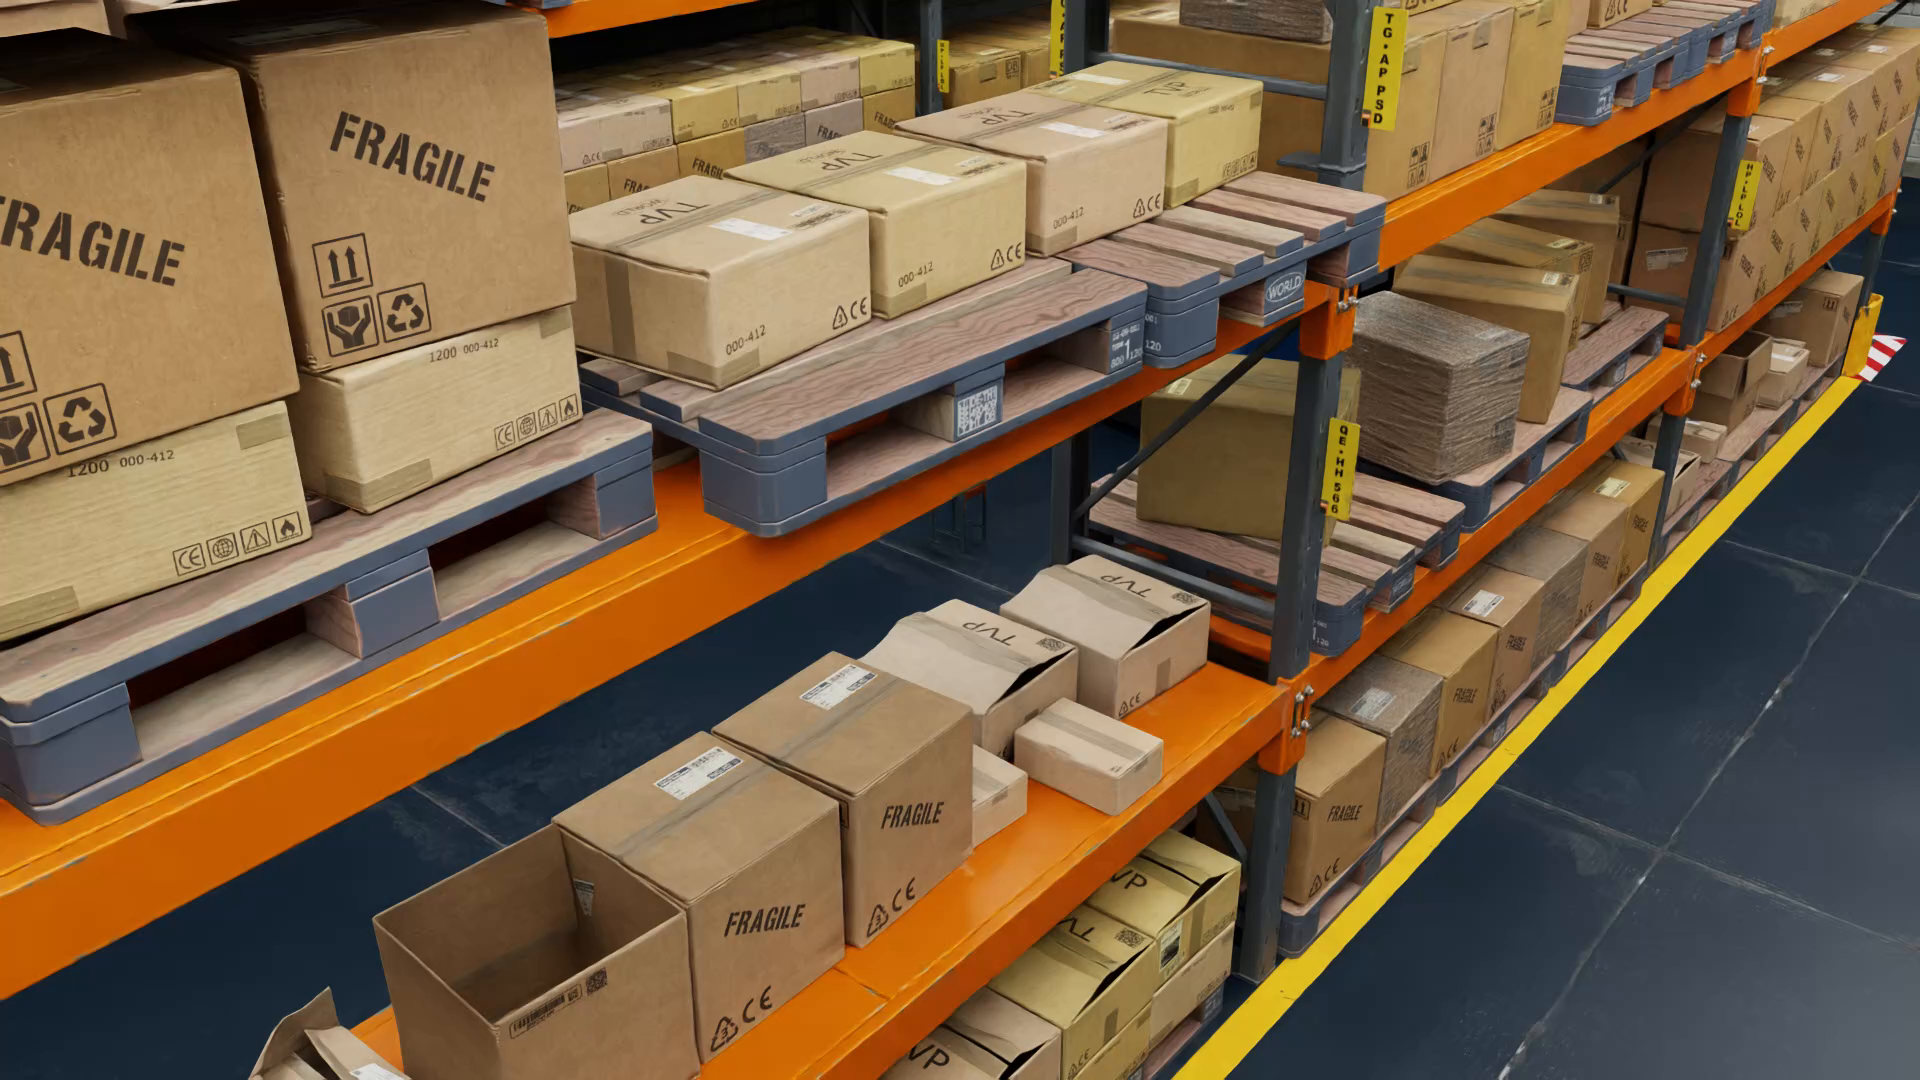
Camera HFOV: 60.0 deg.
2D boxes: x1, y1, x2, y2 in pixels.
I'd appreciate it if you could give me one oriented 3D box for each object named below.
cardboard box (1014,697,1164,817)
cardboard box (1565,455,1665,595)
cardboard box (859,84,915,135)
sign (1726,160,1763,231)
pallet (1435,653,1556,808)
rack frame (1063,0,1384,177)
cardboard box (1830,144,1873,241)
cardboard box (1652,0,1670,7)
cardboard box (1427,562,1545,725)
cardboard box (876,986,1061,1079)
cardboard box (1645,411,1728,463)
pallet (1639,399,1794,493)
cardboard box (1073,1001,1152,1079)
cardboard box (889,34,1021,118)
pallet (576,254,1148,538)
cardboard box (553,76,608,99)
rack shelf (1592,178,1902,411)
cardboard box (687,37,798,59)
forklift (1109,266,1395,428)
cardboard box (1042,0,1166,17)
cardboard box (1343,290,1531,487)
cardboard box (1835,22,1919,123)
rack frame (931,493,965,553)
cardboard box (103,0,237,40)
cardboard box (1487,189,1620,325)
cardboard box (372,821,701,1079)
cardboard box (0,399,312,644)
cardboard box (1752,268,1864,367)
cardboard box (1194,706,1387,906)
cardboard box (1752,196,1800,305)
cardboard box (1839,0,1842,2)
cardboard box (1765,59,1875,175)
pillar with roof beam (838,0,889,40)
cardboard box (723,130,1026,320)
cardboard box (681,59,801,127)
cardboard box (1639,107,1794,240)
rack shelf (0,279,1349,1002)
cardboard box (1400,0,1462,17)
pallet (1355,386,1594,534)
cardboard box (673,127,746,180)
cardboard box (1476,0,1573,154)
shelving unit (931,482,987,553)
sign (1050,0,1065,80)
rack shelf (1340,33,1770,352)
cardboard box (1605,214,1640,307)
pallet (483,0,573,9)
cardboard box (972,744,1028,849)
[{"bbox_3d":[0.385,0.648,5.006,0.380,0.149,0.250,21,34,34],"label":"cardboard box"},{"bbox_3d":[3.196,-0.108,8.435,0.500,0.500,0.500,21,34,34],"label":"cardboard box"},{"bbox_3d":[-0.635,-2.676,10.703,0.500,0.500,0.500,20,33,34],"label":"cardboard box"},{"bbox_3d":[3.719,-1.634,7.885,0.100,0.325,0.005,21,34,34],"label":"sign"},{"bbox_3d":[2.025,0.691,7.684,1.003,0.211,1.213,21,34,34],"label":"pallet"},{"bbox_3d":[0.744,-2.527,4.342,1.000,3.000,0.127,21,34,34],"label":"rack frame"},{"bbox_3d":[5.109,-2.145,10.023,0.500,0.500,0.500,21,34,35],"label":"cardboard box"},{"bbox_3d":[2.911,-2.732,7.327,0.600,0.600,0.600,17,32,30],"label":"cardboard box"},{"bbox_3d":[2.234,0.424,7.408,0.500,0.500,0.500,19,33,33],"label":"cardboard box"},{"bbox_3d":[-0.048,1.545,4.924,0.500,0.311,0.500,20,34,34],"label":"cardboard box"},{"bbox_3d":[4.265,-0.613,9.776,0.380,0.166,0.250,21,34,34],"label":"cardboard box"},{"bbox_3d":[4.502,-0.720,10.413,1.003,0.211,1.213,21,34,34],"label":"pallet"},{"bbox_3d":[0.273,1.613,5.402,0.500,0.250,0.500,20,34,34],"label":"cardboard box"},{"bbox_3d":[-0.179,-3.048,11.551,0.980,0.700,0.700,21,34,35],"label":"cardboard box"},{"bbox_3d":[-0.327,-0.447,3.791,1.003,0.211,1.213,23,35,37],"label":"pallet"},{"bbox_3d":[-2.331,-2.428,9.408,0.500,0.250,0.500,20,33,33],"label":"cardboard box"},{"bbox_3d":[4.561,-1.671,9.998,1.077,0.370,4.000,21,34,34],"label":"rack shelf"},{"bbox_3d":[-1.358,-2.972,10.459,0.500,0.250,0.500,21,34,35],"label":"cardboard box"},{"bbox_3d":[2.286,-2.392,10.683,1.130,2.935,3.031,24,36,38],"label":"forklift"},{"bbox_3d":[1.237,-3.834,13.070,0.980,0.700,0.700,20,34,34],"label":"cardboard box"},{"bbox_3d":[1.787,-0.618,6.615,0.500,0.500,0.700,-21,34,-34],"label":"cardboard box"},{"bbox_3d":[5.762,-2.950,10.490,0.500,0.500,0.500,20,34,34],"label":"cardboard box"},{"bbox_3d":[-0.067,-0.495,8.902,0.240,1.200,0.006,21,34,34],"label":"rack frame"},{"bbox_3d":[-3.330,-2.277,7.197,0.500,0.311,0.500,21,34,34],"label":"cardboard box"},{"bbox_3d":[2.815,-1.409,8.144,0.700,0.500,0.500,9,29,18],"label":"cardboard box"},{"bbox_3d":[-0.964,1.057,3.834,0.500,0.500,0.500,24,36,38],"label":"cardboard box"},{"bbox_3d":[-1.401,-0.113,2.645,0.500,0.250,0.500,-24,36,-38],"label":"cardboard box"},{"bbox_3d":[5.677,-1.520,11.165,0.500,0.500,0.500,21,34,34],"label":"cardboard box"},{"bbox_3d":[1.254,0.974,6.344,0.500,0.500,0.500,22,35,36],"label":"cardboard box"},{"bbox_3d":[4.146,-1.609,8.987,0.500,0.500,0.500,21,34,35],"label":"cardboard box"},{"bbox_3d":[4.429,-3.000,8.683,0.500,0.250,0.500,21,34,34],"label":"cardboard box"},{"bbox_3d":[4.788,-2.403,9.433,0.500,0.500,0.500,22,35,36],"label":"cardboard box"},{"bbox_3d":[2.563,-4.635,8.416,9.100,9.000,0.400,21,34,34],"label":"pillar with roof beam"},{"bbox_3d":[-0.193,-0.747,3.871,0.500,0.250,0.500,20,33,33],"label":"cardboard box"},{"bbox_3d":[-1.293,-2.646,9.830,0.500,0.250,0.500,22,34,35],"label":"cardboard box"},{"bbox_3d":[3.805,-1.854,8.373,0.500,0.500,0.500,22,34,36],"label":"cardboard box"},{"bbox_3d":[-0.528,-0.167,3.826,1.077,0.370,4.000,21,34,34],"label":"rack shelf"},{"bbox_3d":[1.351,-2.017,5.423,0.500,0.500,0.500,21,34,34],"label":"cardboard box"},{"bbox_3d":[1.978,-0.468,7.100,1.003,0.211,1.213,21,34,34],"label":"pallet"},{"bbox_3d":[-1.592,-2.138,9.663,0.500,0.500,0.500,22,34,36],"label":"cardboard box"},{"bbox_3d":[1.651,-1.769,6.032,0.910,0.500,0.500,21,34,34],"label":"cardboard box"},{"bbox_3d":[-0.009,-0.528,8.964,0.258,1.200,0.189,21,34,34],"label":"shelving unit"},{"bbox_3d":[0.327,-1.584,5.220,0.100,0.325,0.005,21,34,34],"label":"sign"},{"bbox_3d":[2.016,-1.585,6.567,1.077,0.370,4.000,21,34,34],"label":"rack shelf"},{"bbox_3d":[3.408,-1.578,8.926,0.500,0.500,0.500,21,34,35],"label":"cardboard box"},{"bbox_3d":[-2.712,-2.802,8.342,1.213,0.211,1.003,23,35,37],"label":"pallet"},{"bbox_3d":[-0.023,0.717,4.872,0.380,0.149,0.250,24,36,38],"label":"cardboard box"}]
